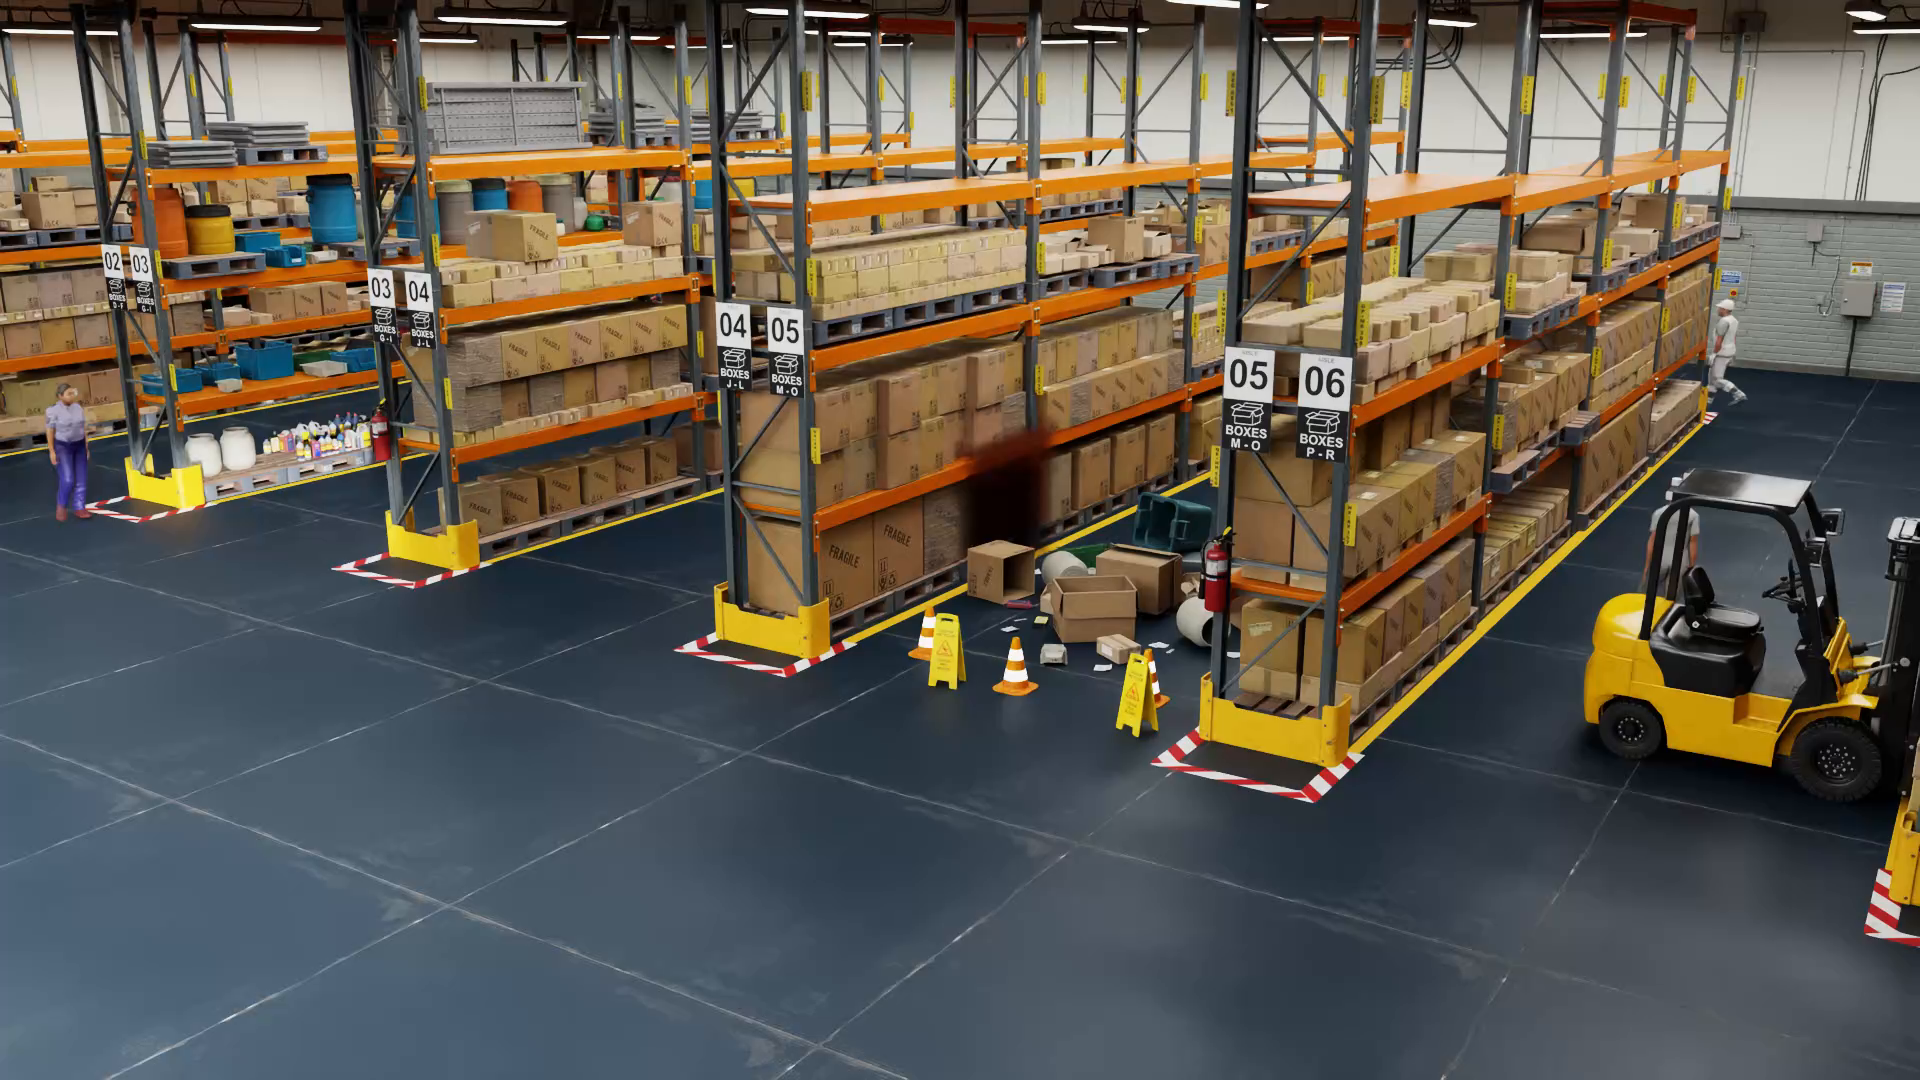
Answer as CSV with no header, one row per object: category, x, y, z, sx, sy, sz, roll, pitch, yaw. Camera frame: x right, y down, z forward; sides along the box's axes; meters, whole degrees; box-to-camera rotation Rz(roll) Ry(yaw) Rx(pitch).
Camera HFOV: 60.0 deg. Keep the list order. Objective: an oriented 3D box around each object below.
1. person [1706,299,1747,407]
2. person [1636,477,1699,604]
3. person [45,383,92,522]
person,12.190,-2.949,26.541,0.898,1.767,0.600,15,21,42
person,6.474,0.255,15.197,0.460,1.681,0.429,3,16,12
person,-10.665,-1.060,19.924,0.430,1.654,0.512,8,17,26
